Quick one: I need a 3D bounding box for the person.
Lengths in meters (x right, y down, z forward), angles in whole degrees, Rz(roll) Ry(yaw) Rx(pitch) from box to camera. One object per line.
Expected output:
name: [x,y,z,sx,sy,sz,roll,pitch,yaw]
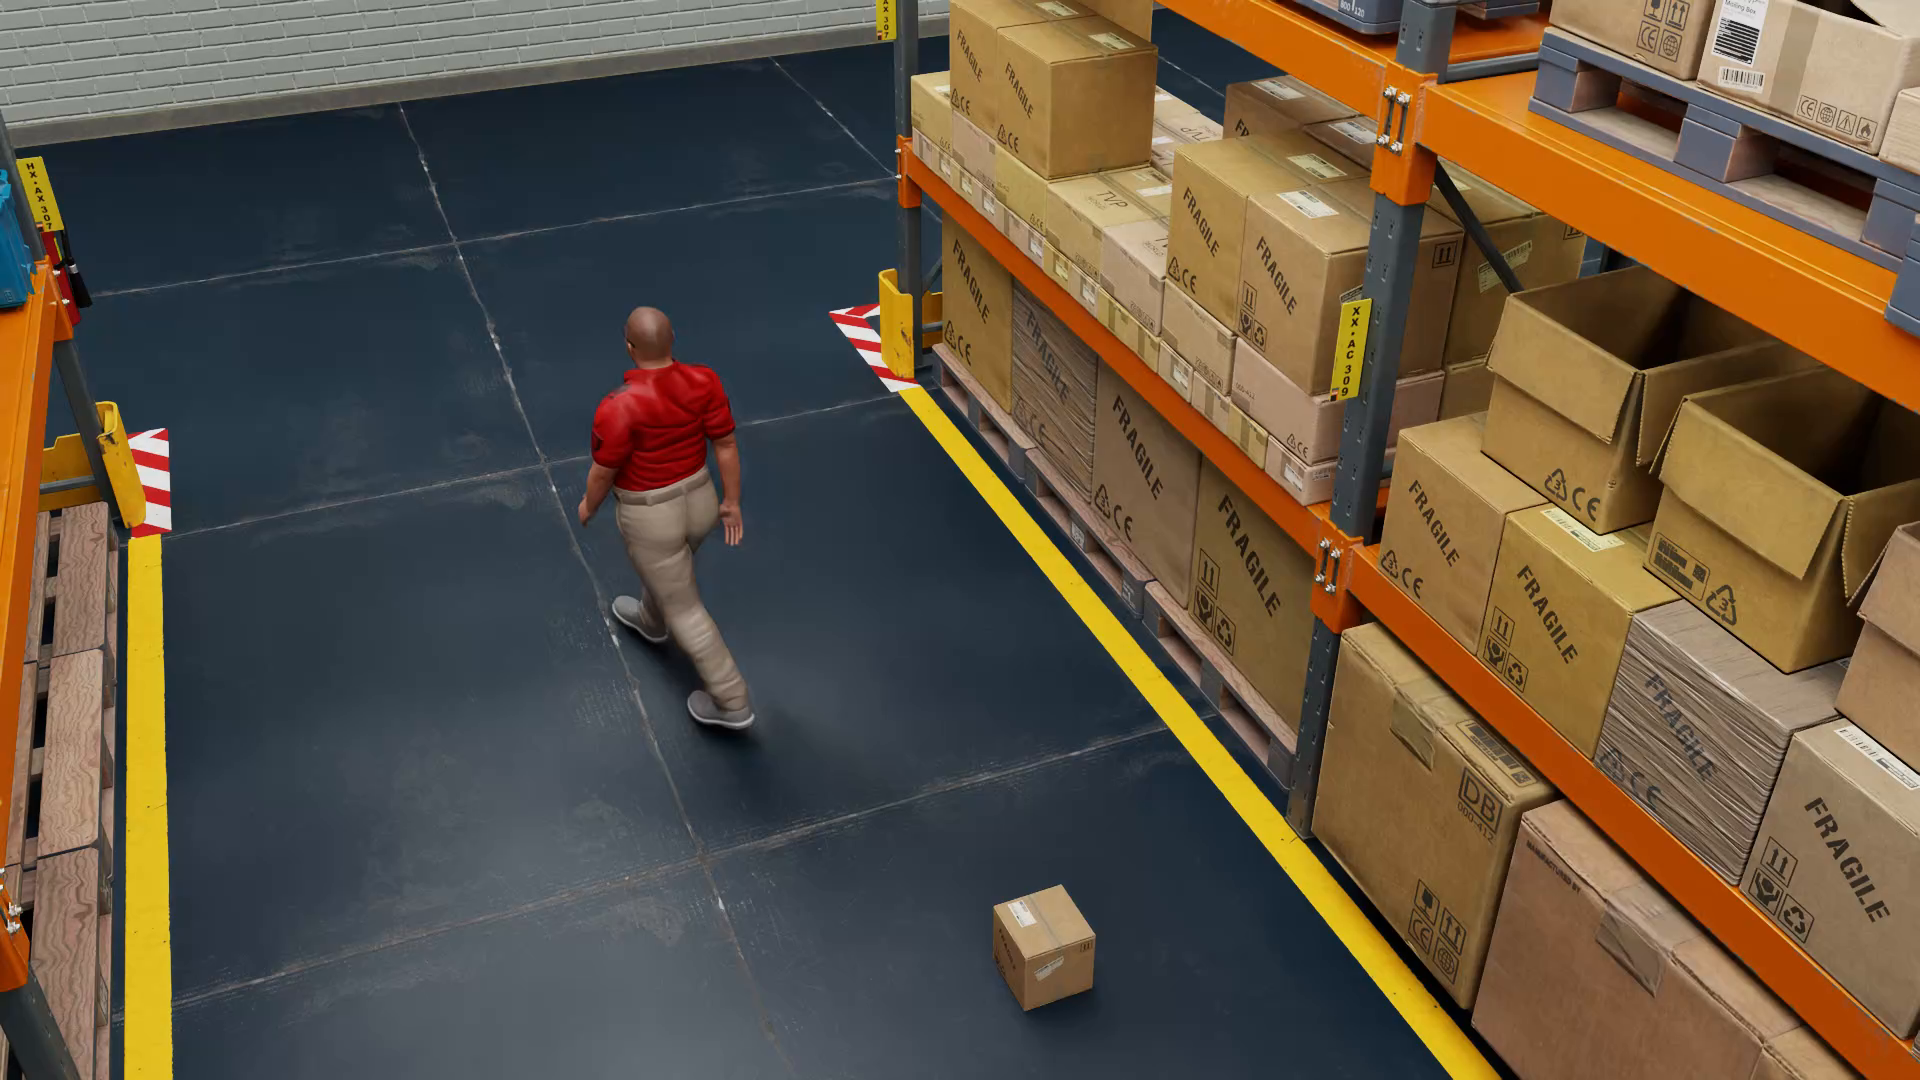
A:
person: [-1.167,-0.145,6.365,1.060,1.663,0.544,27,42,35]
